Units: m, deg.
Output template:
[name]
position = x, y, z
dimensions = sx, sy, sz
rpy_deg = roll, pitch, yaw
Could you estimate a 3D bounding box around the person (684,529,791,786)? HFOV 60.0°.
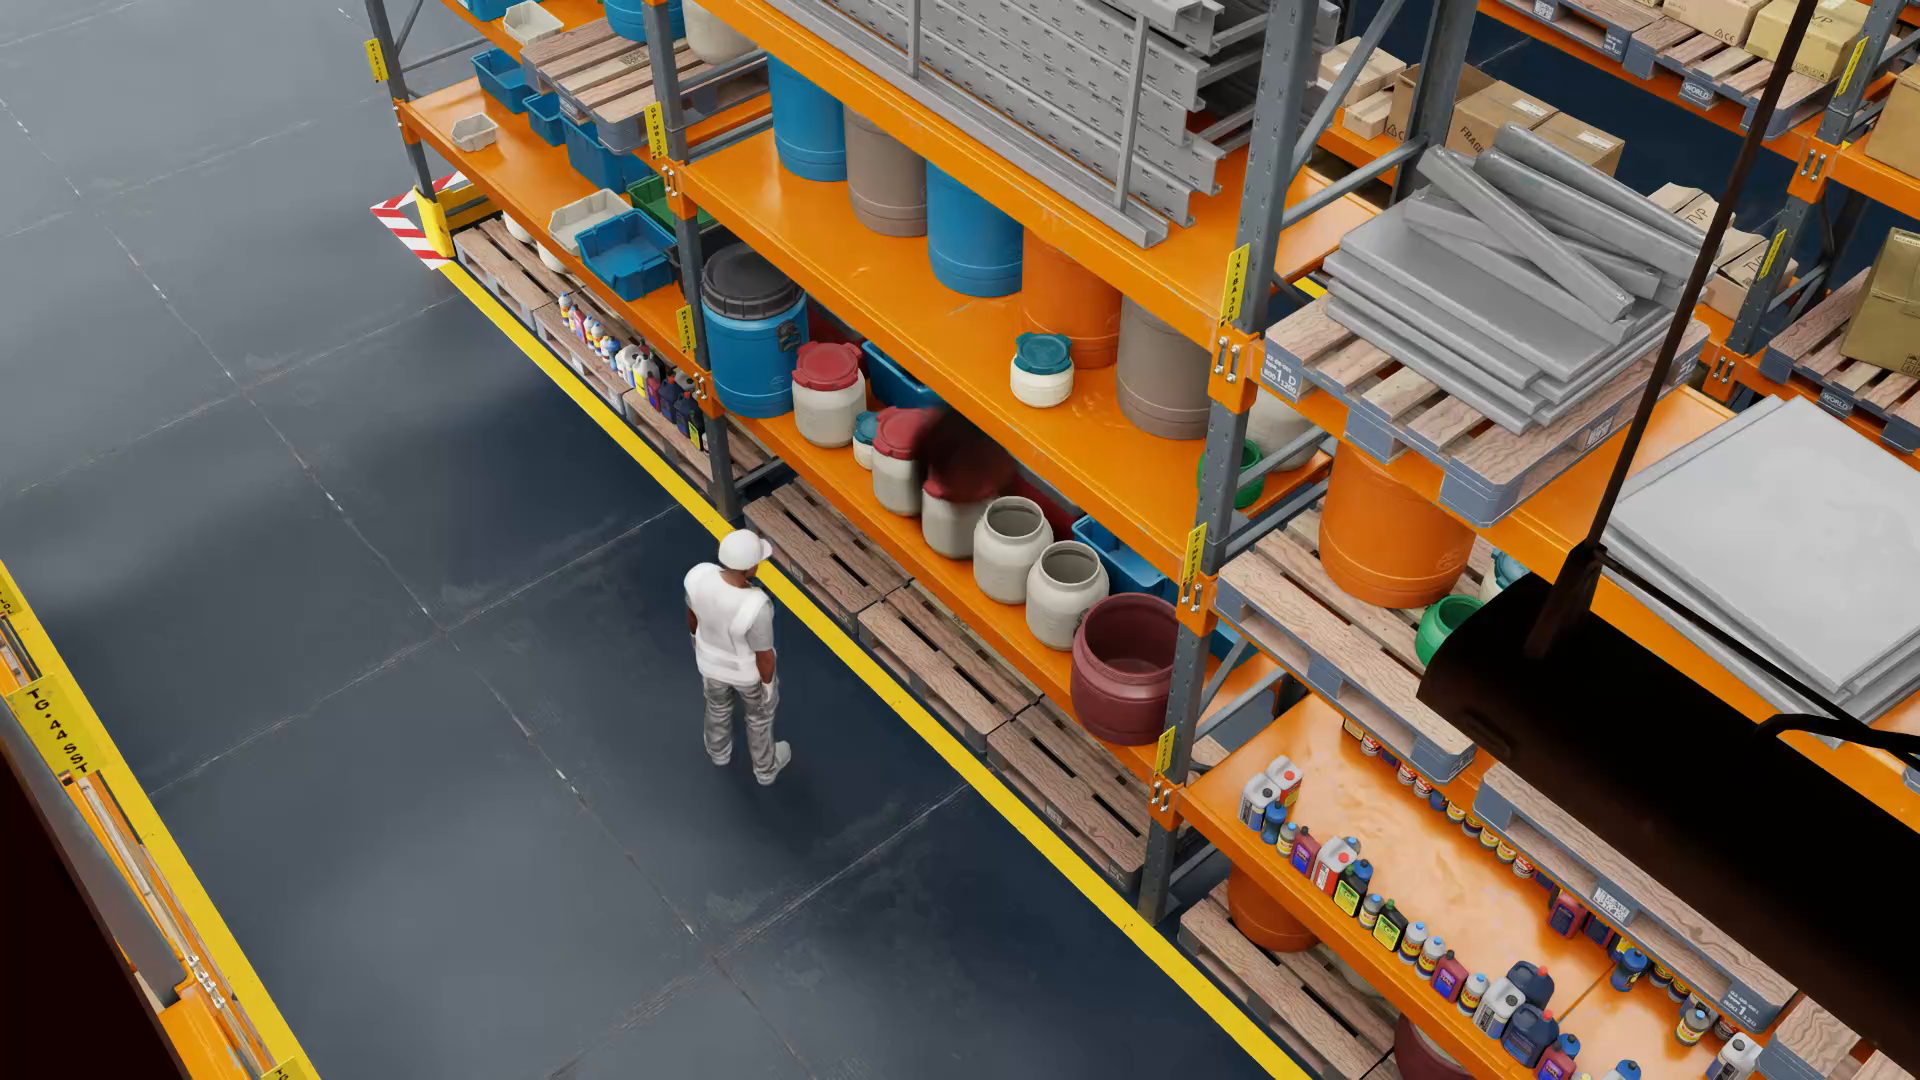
[person]
position = -1.189, 0.627, 8.872
dimensions = 0.577, 1.813, 0.418
rpy_deg = 14, 48, 13
